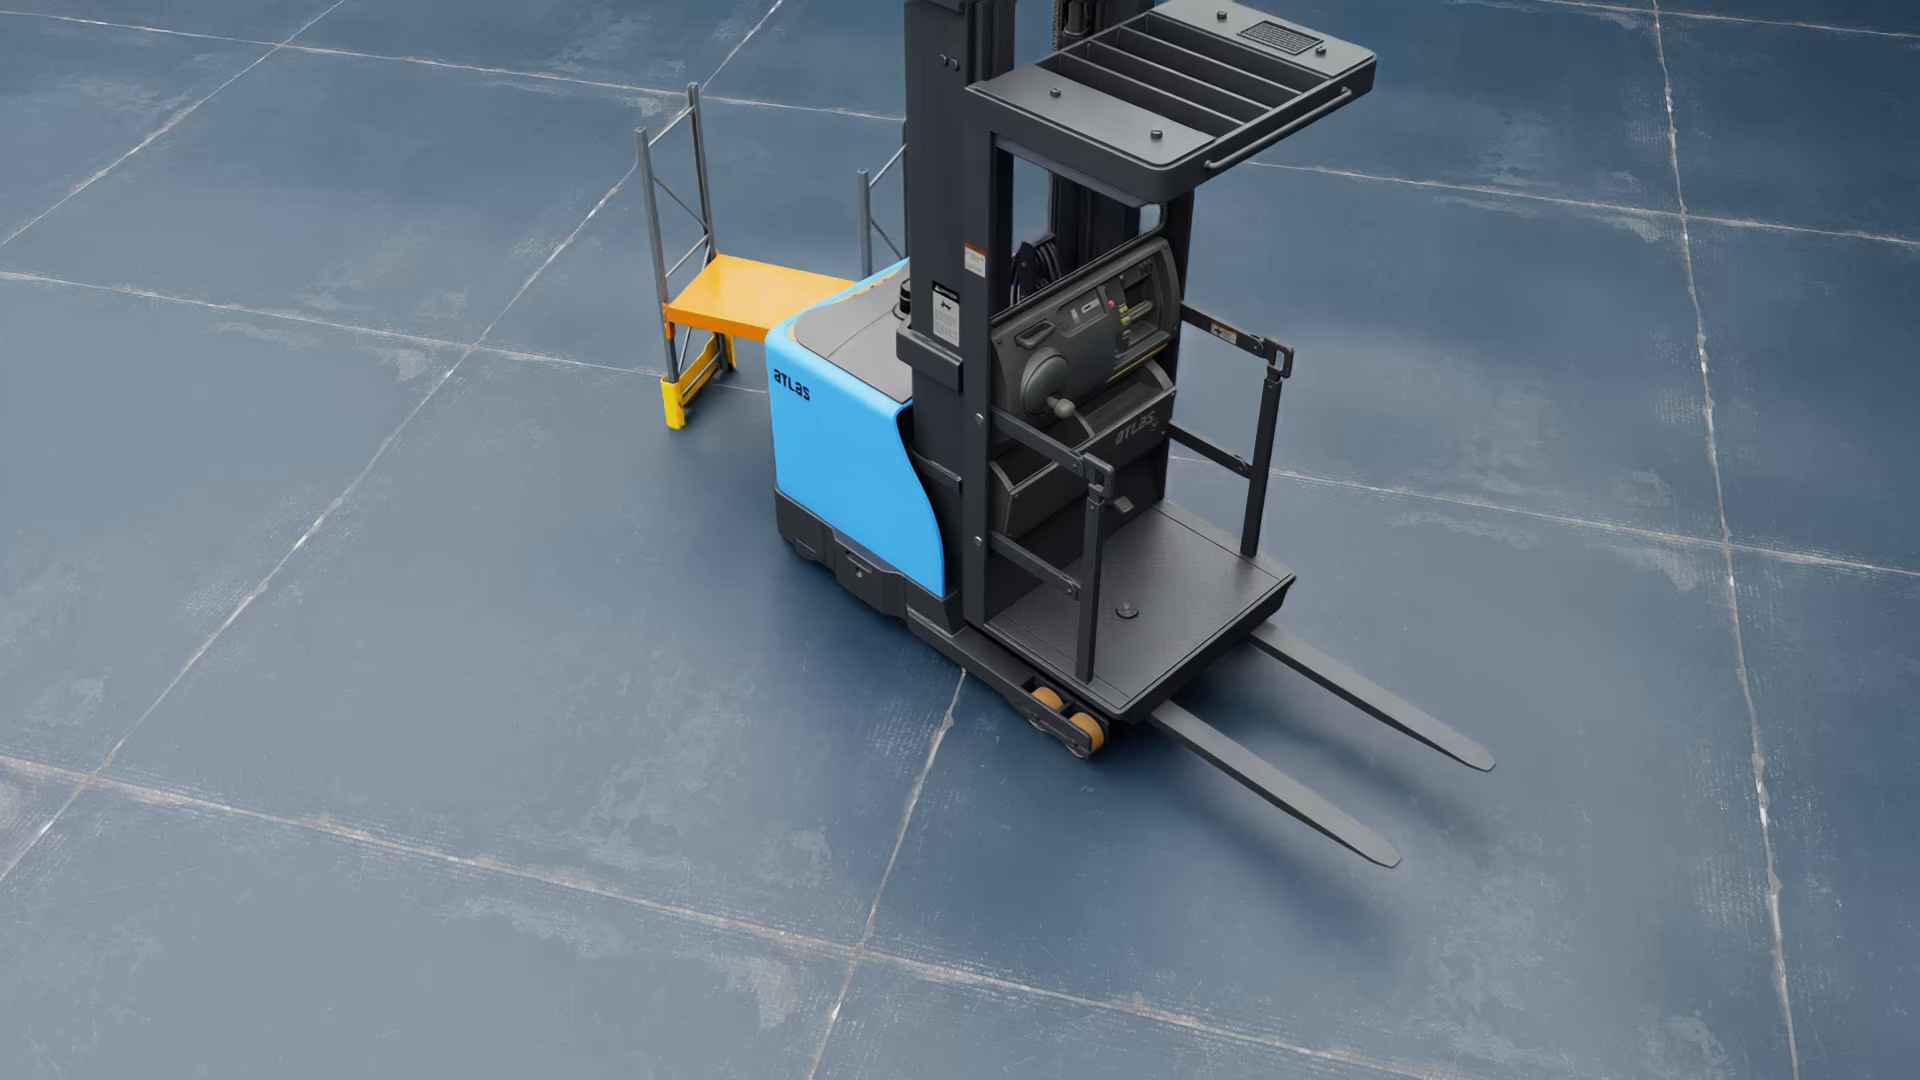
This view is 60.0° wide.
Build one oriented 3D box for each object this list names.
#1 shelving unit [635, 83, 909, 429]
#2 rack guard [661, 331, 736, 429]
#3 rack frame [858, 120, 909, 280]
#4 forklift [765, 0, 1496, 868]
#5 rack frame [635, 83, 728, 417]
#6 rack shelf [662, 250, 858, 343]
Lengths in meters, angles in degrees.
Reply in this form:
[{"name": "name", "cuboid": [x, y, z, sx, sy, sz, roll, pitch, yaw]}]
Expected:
[{"name": "shelving unit", "cuboid": [-0.791, -1.169, 7.476, 1.083, 1.500, 0.587, 14, 42, 16]}, {"name": "rack guard", "cuboid": [-1.255, -0.806, 8.015, 0.087, 0.250, 0.587, 14, 42, 16]}, {"name": "rack frame", "cuboid": [-0.308, -1.049, 7.333, 0.032, 1.500, 0.500, 14, 42, 16]}, {"name": "forklift", "cuboid": [0.612, -0.685, 5.786, 3.031, 2.935, 1.130, 32, 50, 33]}, {"name": "rack frame", "cuboid": [-1.256, -1.285, 7.614, 0.032, 1.500, 0.500, 14, 42, 16]}, {"name": "rack shelf", "cuboid": [-0.782, -1.029, 7.589, 1.000, 0.185, 0.538, 14, 42, 16]}]
